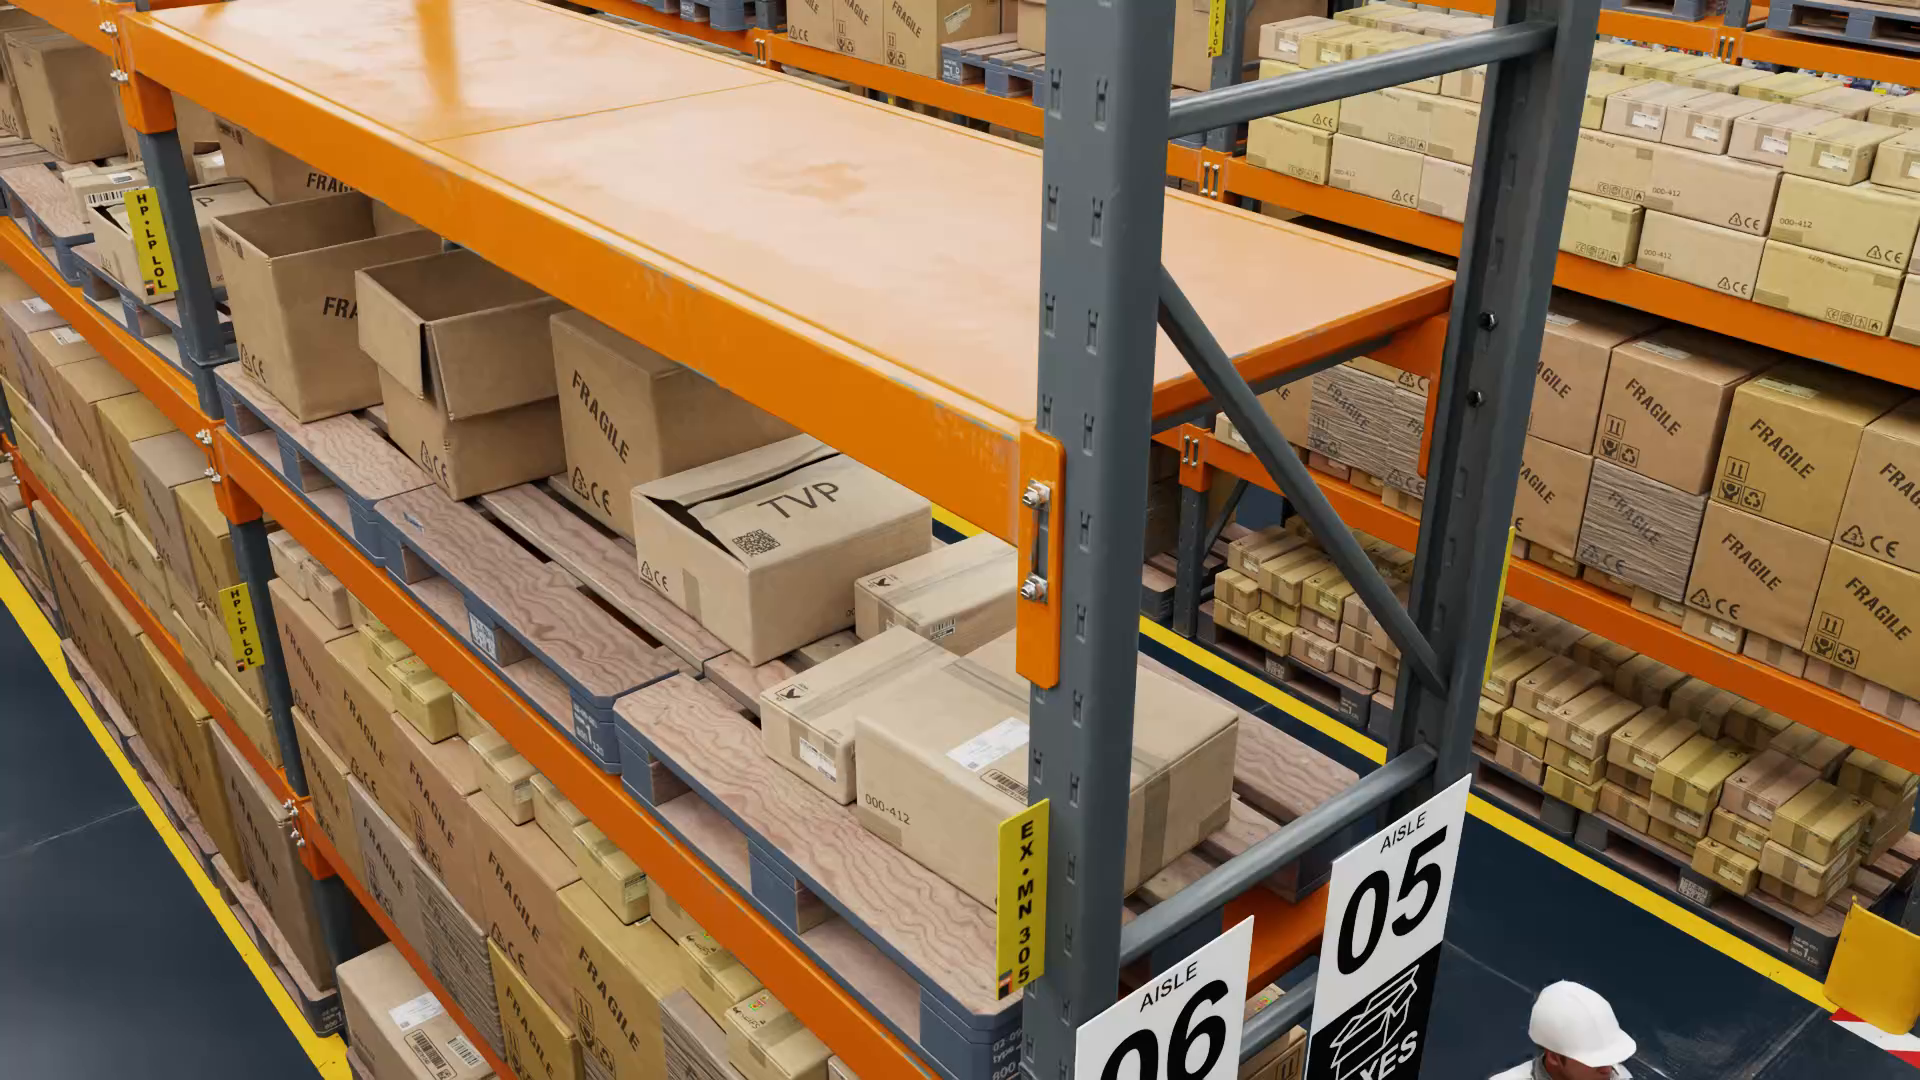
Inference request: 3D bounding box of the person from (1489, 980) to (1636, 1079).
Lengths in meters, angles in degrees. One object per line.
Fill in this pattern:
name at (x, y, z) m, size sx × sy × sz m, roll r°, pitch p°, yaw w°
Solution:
person at (1.718, 2.032, 4.899) m, size 0.546 × 1.759 × 0.514 m, roll -8°, pitch 29°, yaw -14°
